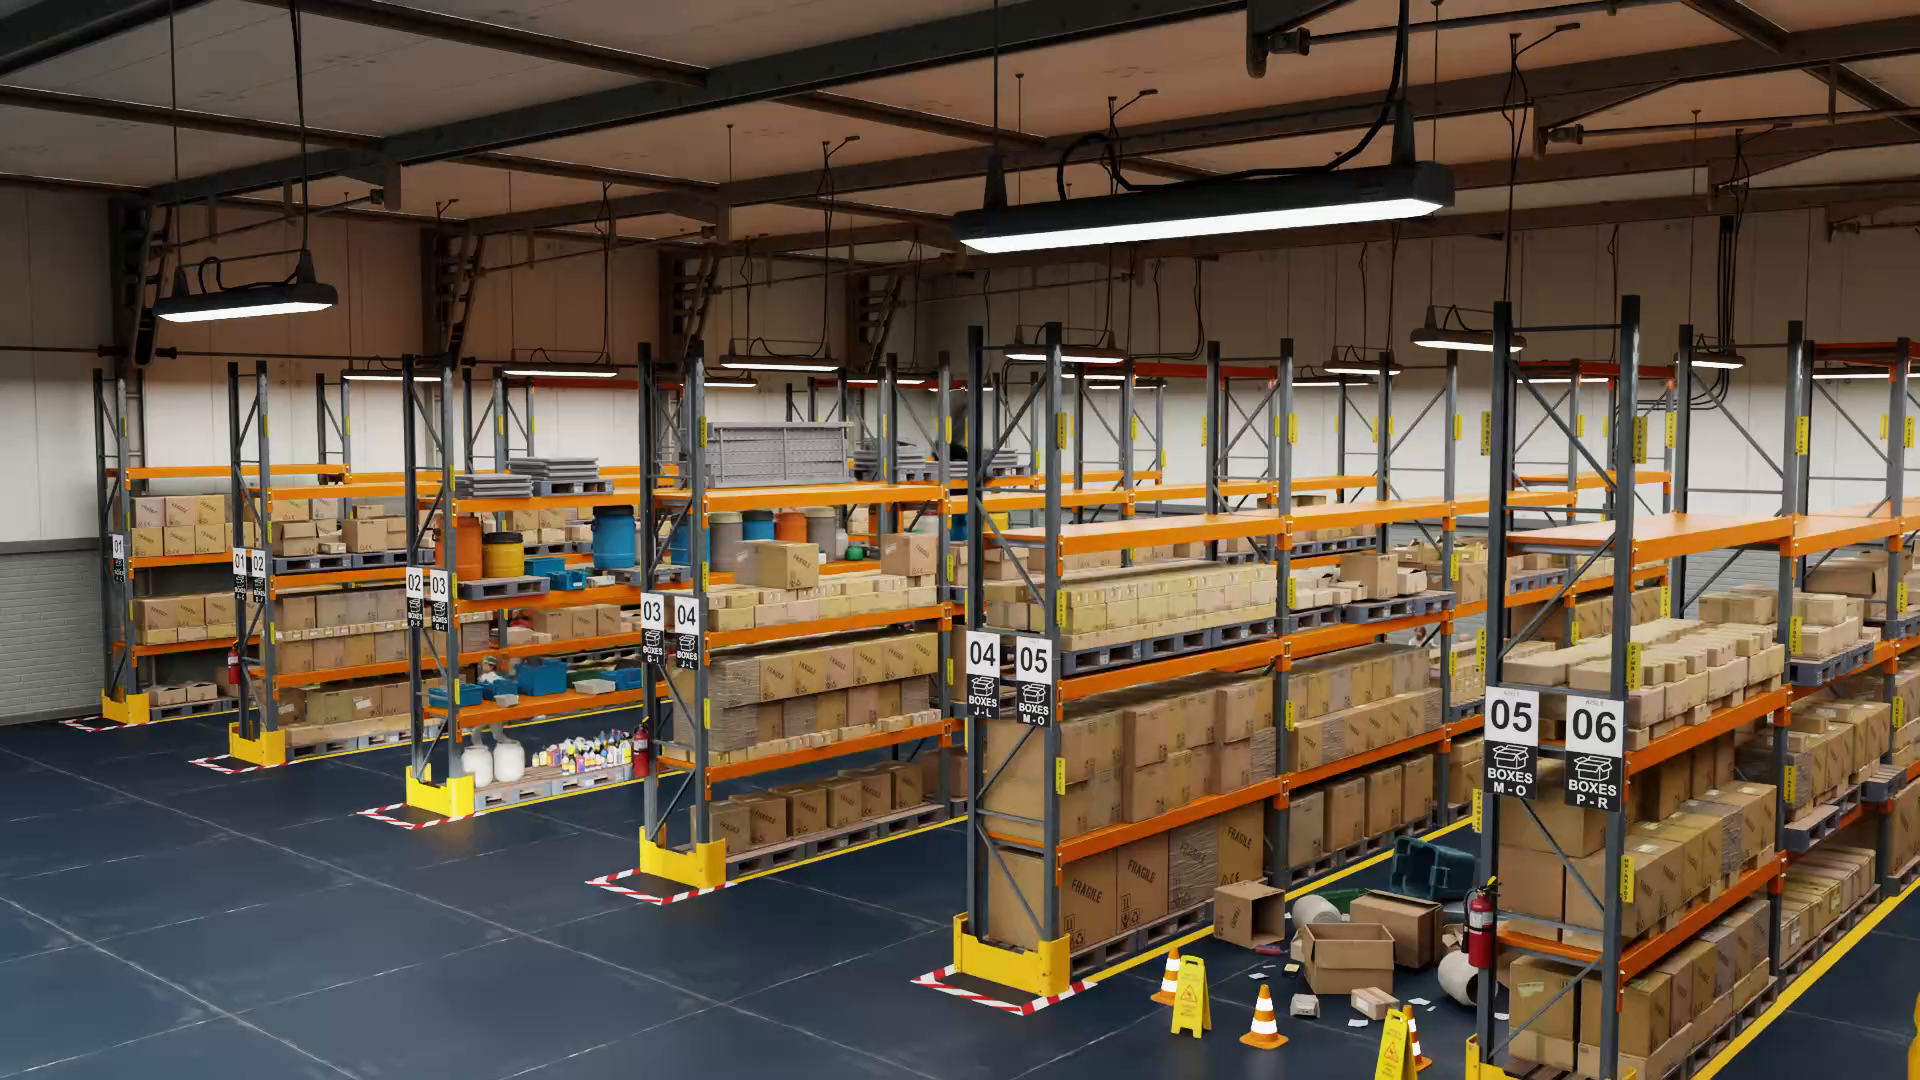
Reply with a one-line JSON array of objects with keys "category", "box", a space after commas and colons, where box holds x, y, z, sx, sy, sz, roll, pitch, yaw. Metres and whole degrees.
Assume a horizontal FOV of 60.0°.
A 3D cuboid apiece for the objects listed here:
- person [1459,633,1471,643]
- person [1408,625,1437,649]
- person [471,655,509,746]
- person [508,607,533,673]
[{"category": "person", "box": [8.345, 2.354, 26.949, 0.747, 1.758, 1.092, 4, 6, 41]}, {"category": "person", "box": [7.883, 2.258, 28.496, 0.528, 1.627, 0.827, 3, 5, 35]}, {"category": "person", "box": [-6.843, 2.522, 24.289, 0.597, 1.723, 0.759, 4, 6, 42]}, {"category": "person", "box": [-8.130, 2.079, 30.425, 0.651, 1.688, 0.607, 3, 5, 36]}]
